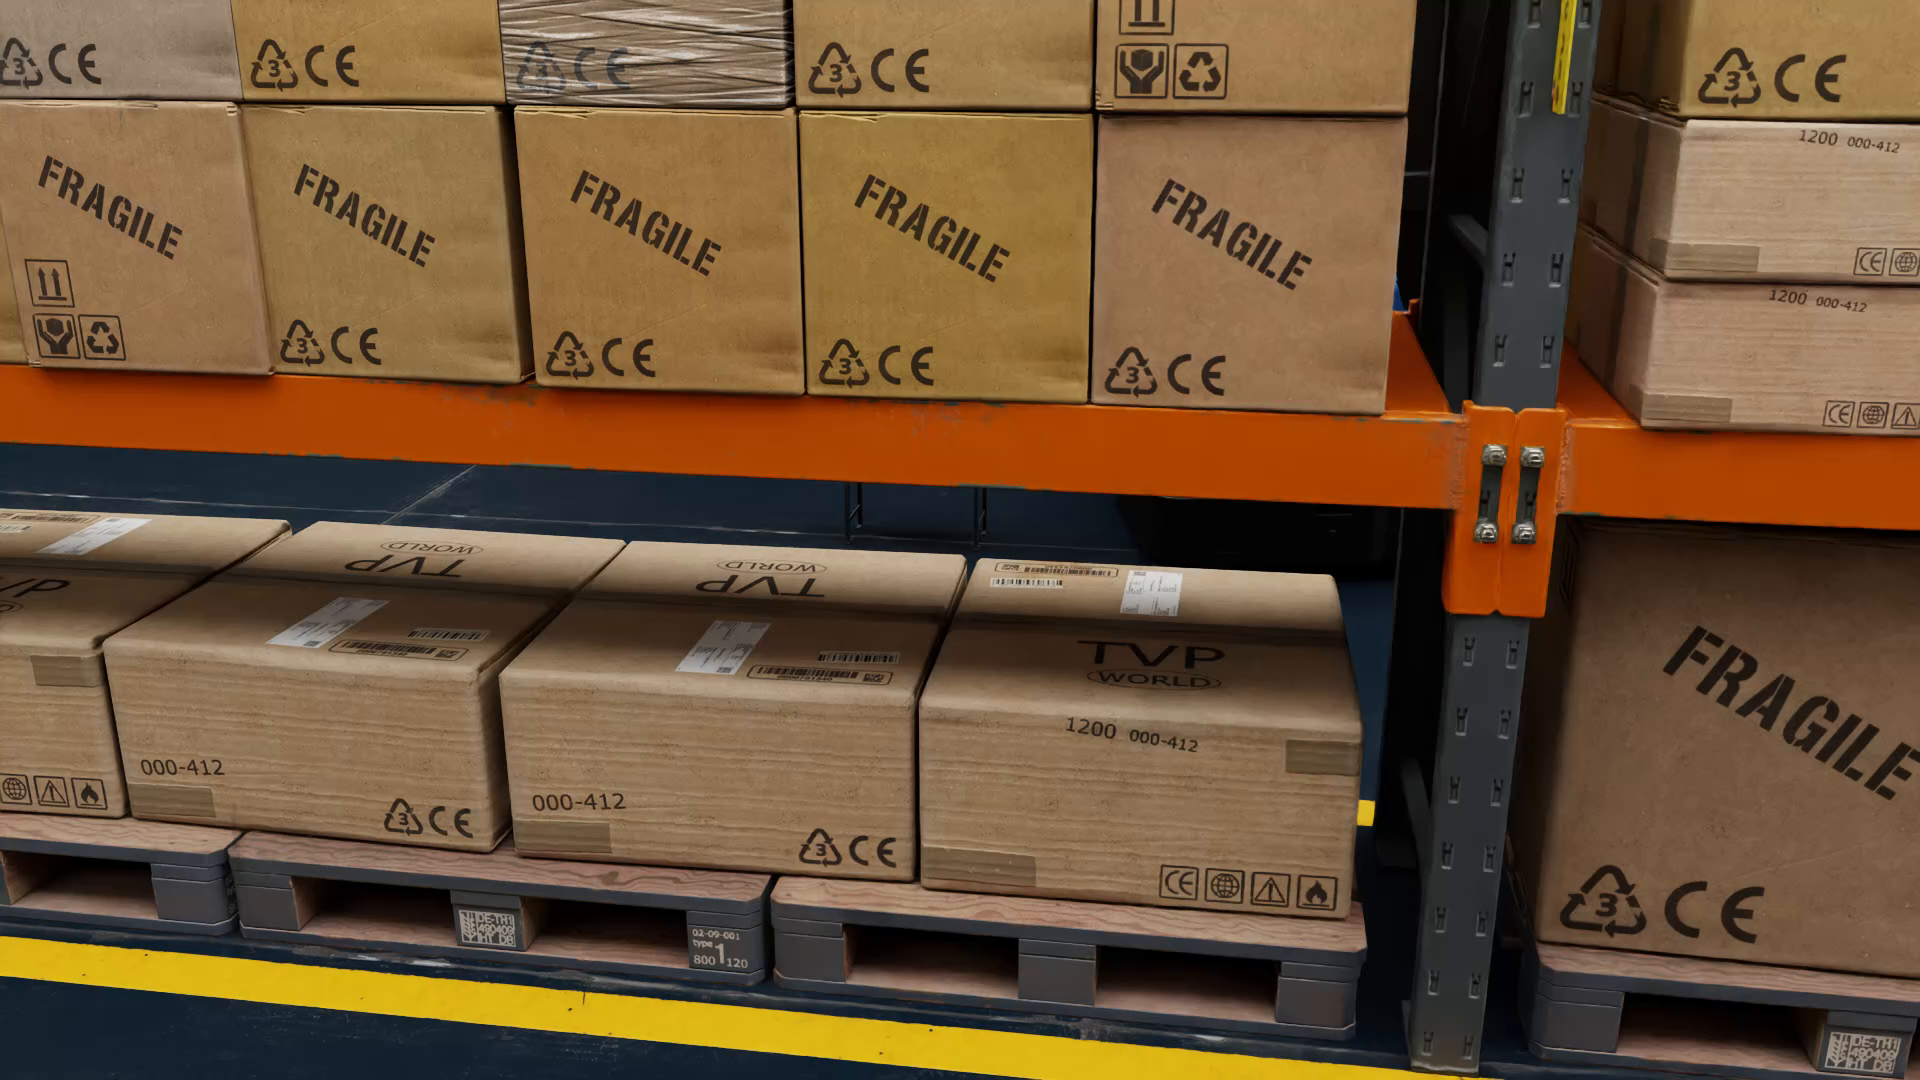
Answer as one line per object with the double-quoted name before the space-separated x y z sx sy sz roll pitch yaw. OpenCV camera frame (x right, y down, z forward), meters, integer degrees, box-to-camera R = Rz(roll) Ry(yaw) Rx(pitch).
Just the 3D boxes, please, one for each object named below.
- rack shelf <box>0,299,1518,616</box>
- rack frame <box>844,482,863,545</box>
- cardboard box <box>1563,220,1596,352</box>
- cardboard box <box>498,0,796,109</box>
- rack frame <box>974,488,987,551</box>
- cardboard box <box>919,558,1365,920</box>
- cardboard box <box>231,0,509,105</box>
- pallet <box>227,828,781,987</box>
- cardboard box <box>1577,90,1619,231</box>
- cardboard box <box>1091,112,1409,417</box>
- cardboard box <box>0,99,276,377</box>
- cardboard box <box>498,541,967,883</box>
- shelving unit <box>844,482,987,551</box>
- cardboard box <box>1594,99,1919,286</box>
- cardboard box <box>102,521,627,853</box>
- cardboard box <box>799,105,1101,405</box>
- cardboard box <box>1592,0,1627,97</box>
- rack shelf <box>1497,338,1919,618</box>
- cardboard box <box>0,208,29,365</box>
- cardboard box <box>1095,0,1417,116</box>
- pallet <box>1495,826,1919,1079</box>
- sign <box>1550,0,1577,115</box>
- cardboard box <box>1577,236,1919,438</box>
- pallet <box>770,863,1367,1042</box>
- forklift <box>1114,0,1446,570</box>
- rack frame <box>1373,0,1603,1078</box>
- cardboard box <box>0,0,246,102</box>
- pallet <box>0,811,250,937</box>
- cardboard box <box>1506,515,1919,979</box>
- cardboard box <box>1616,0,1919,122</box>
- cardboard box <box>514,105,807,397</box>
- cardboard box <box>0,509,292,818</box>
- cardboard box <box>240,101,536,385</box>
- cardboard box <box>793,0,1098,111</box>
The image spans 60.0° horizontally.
"rack shelf" -0.960 -0.304 3.619 4.000 0.370 1.077 3 19 9
"rack frame" -0.404 -0.590 6.174 0.015 1.200 0.240 3 19 9
"cardboard box" 1.498 -0.530 3.397 0.500 0.250 0.500 2 19 7
"cardboard box" -0.499 -1.055 2.994 0.500 0.500 0.500 3 19 9
"rack frame" 0.077 -0.565 6.101 0.015 1.200 0.240 3 19 9
"cardboard box" 0.412 0.406 3.739 0.875 0.438 0.875 3 19 8
"cardboard box" -0.992 -1.082 3.077 0.500 0.500 0.500 3 19 9
"pallet" -0.932 0.654 4.016 1.213 0.211 1.003 3 19 9
"cardboard box" 1.489 -0.765 3.310 0.500 0.250 0.500 3 19 9
"cardboard box" 0.516 -0.536 3.019 0.500 0.500 0.500 3 19 9
"cardboard box" -1.503 -0.632 3.306 0.500 0.500 0.500 3 19 8
"cardboard box" -0.472 0.361 3.873 0.875 0.438 0.875 2 19 7
"shelving unit" -0.163 -0.577 6.138 0.503 1.200 0.258 3 19 9
"cardboard box" 1.404 -0.600 2.819 0.500 0.250 0.500 2 19 7
"cardboard box" -1.362 0.315 4.011 0.875 0.438 0.875 3 19 10
"cardboard box" 0.007 -0.560 3.091 0.500 0.500 0.500 2 19 7
"cardboard box" 1.496 -1.123 3.198 0.500 0.500 0.500 4 19 10
"rack shelf" 2.989 -0.103 3.018 4.000 0.370 1.077 3 19 9
"cardboard box" -2.002 -0.663 3.399 0.500 0.500 0.500 3 19 8
"cardboard box" 0.505 -1.004 2.842 0.500 0.500 0.500 3 19 8
"pallet" 1.789 0.793 3.601 1.213 0.211 1.003 3 19 9
"sign" 0.928 -0.819 2.535 0.005 0.325 0.100 3 19 9
"cardboard box" 1.407 -0.369 2.915 0.500 0.250 0.500 2 19 7
"pallet" 0.276 0.715 3.835 1.213 0.211 1.003 3 19 9
"forklift" 2.144 -1.429 5.954 3.031 2.935 1.130 -1 19 -3
"rack frame" 1.015 -0.545 3.204 0.127 3.000 1.000 3 19 9
"cardboard box" -1.485 -1.107 3.151 0.500 0.500 0.500 3 19 8
"pallet" -2.133 0.592 4.202 1.213 0.211 1.003 3 19 9
"cardboard box" 1.640 0.270 3.457 0.875 0.875 0.875 4 19 10
"cardboard box" 1.404 -0.954 2.695 0.500 0.500 0.500 3 19 9
"cardboard box" -0.491 -0.581 3.153 0.500 0.500 0.500 3 19 8
"cardboard box" -2.267 0.272 4.140 0.875 0.438 0.875 2 19 7
"cardboard box" -1.006 -0.612 3.246 0.500 0.500 0.500 4 19 10
"cardboard box" 0.005 -1.032 2.926 0.500 0.500 0.500 3 19 8
